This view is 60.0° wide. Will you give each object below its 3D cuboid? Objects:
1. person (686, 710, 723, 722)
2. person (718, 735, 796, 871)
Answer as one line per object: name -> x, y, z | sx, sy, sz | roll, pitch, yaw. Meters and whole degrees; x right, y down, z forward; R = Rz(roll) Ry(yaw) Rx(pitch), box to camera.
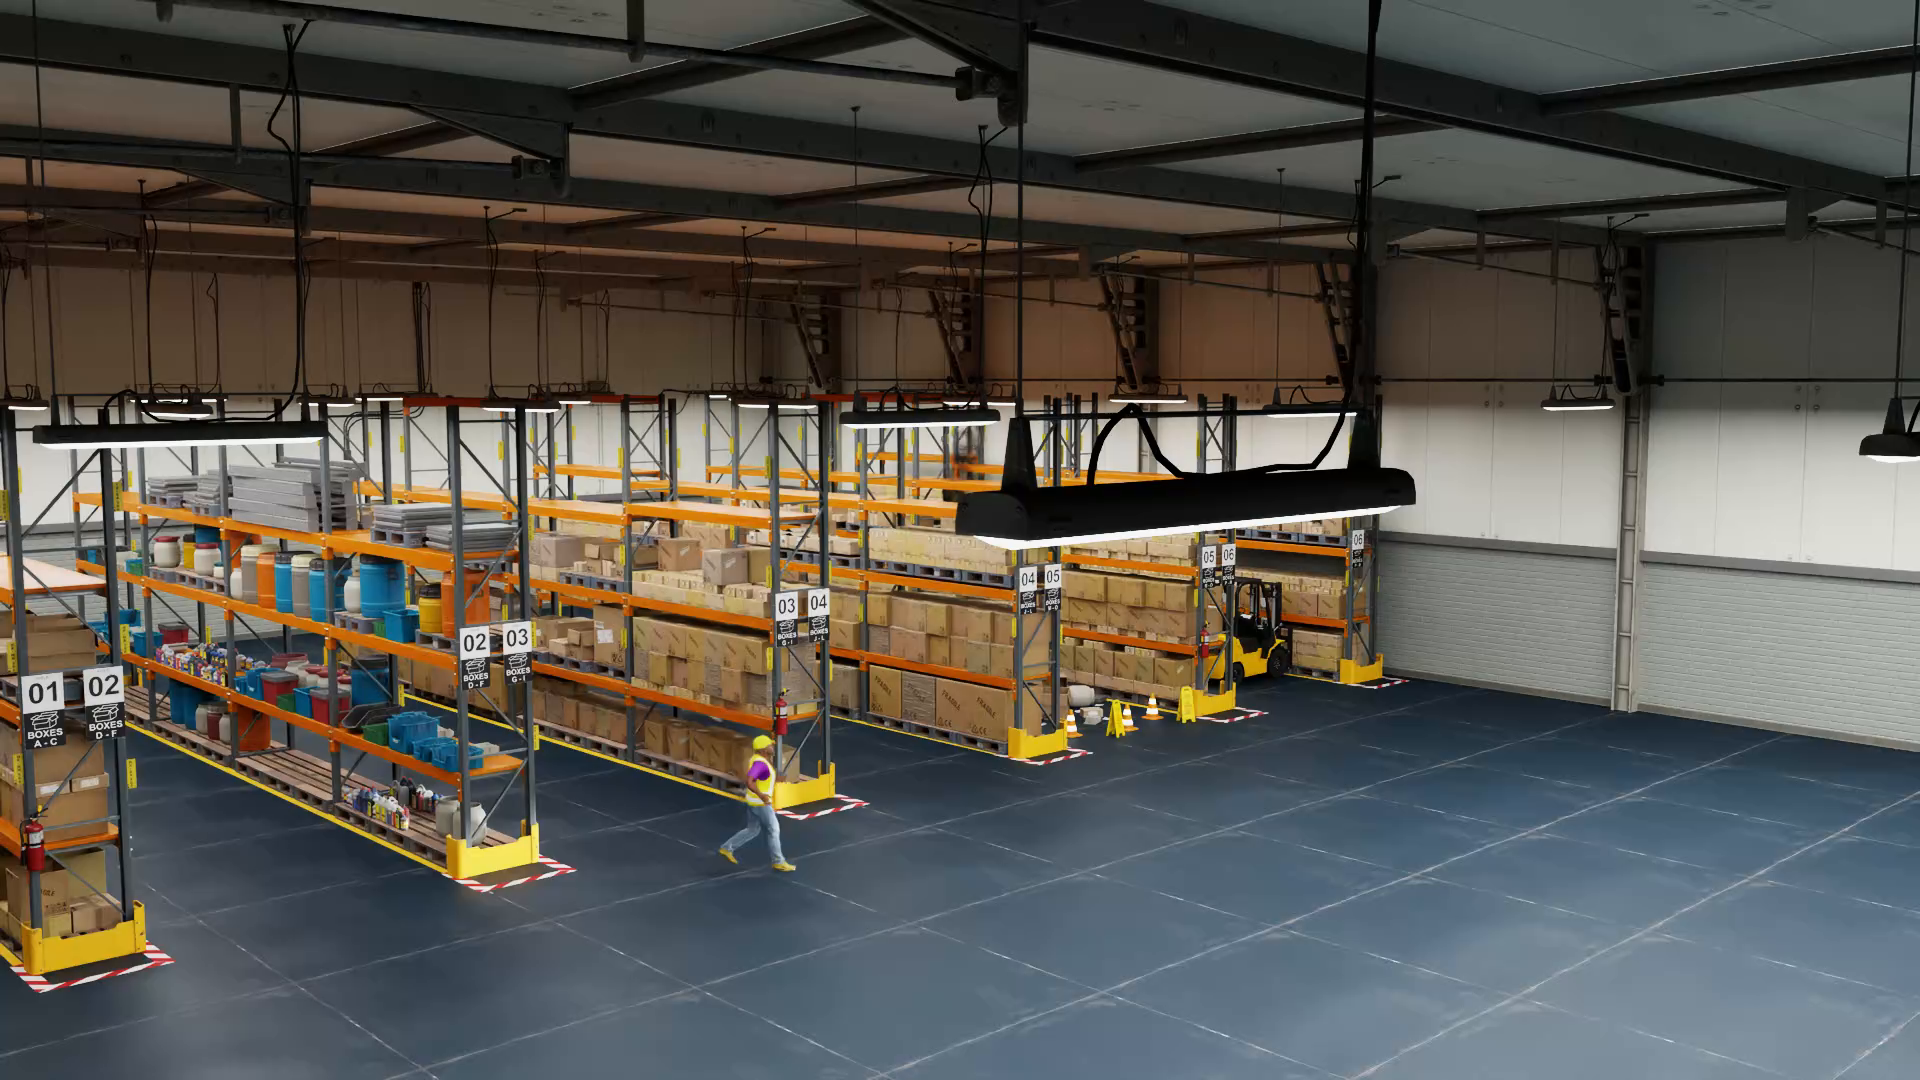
person -> -4.781, 2.553, 30.928 | 0.921, 1.593, 0.563 | 3, 6, 28
person -> -2.598, 3.388, 21.314 | 0.982, 1.778, 0.709 | -2, 6, -16
